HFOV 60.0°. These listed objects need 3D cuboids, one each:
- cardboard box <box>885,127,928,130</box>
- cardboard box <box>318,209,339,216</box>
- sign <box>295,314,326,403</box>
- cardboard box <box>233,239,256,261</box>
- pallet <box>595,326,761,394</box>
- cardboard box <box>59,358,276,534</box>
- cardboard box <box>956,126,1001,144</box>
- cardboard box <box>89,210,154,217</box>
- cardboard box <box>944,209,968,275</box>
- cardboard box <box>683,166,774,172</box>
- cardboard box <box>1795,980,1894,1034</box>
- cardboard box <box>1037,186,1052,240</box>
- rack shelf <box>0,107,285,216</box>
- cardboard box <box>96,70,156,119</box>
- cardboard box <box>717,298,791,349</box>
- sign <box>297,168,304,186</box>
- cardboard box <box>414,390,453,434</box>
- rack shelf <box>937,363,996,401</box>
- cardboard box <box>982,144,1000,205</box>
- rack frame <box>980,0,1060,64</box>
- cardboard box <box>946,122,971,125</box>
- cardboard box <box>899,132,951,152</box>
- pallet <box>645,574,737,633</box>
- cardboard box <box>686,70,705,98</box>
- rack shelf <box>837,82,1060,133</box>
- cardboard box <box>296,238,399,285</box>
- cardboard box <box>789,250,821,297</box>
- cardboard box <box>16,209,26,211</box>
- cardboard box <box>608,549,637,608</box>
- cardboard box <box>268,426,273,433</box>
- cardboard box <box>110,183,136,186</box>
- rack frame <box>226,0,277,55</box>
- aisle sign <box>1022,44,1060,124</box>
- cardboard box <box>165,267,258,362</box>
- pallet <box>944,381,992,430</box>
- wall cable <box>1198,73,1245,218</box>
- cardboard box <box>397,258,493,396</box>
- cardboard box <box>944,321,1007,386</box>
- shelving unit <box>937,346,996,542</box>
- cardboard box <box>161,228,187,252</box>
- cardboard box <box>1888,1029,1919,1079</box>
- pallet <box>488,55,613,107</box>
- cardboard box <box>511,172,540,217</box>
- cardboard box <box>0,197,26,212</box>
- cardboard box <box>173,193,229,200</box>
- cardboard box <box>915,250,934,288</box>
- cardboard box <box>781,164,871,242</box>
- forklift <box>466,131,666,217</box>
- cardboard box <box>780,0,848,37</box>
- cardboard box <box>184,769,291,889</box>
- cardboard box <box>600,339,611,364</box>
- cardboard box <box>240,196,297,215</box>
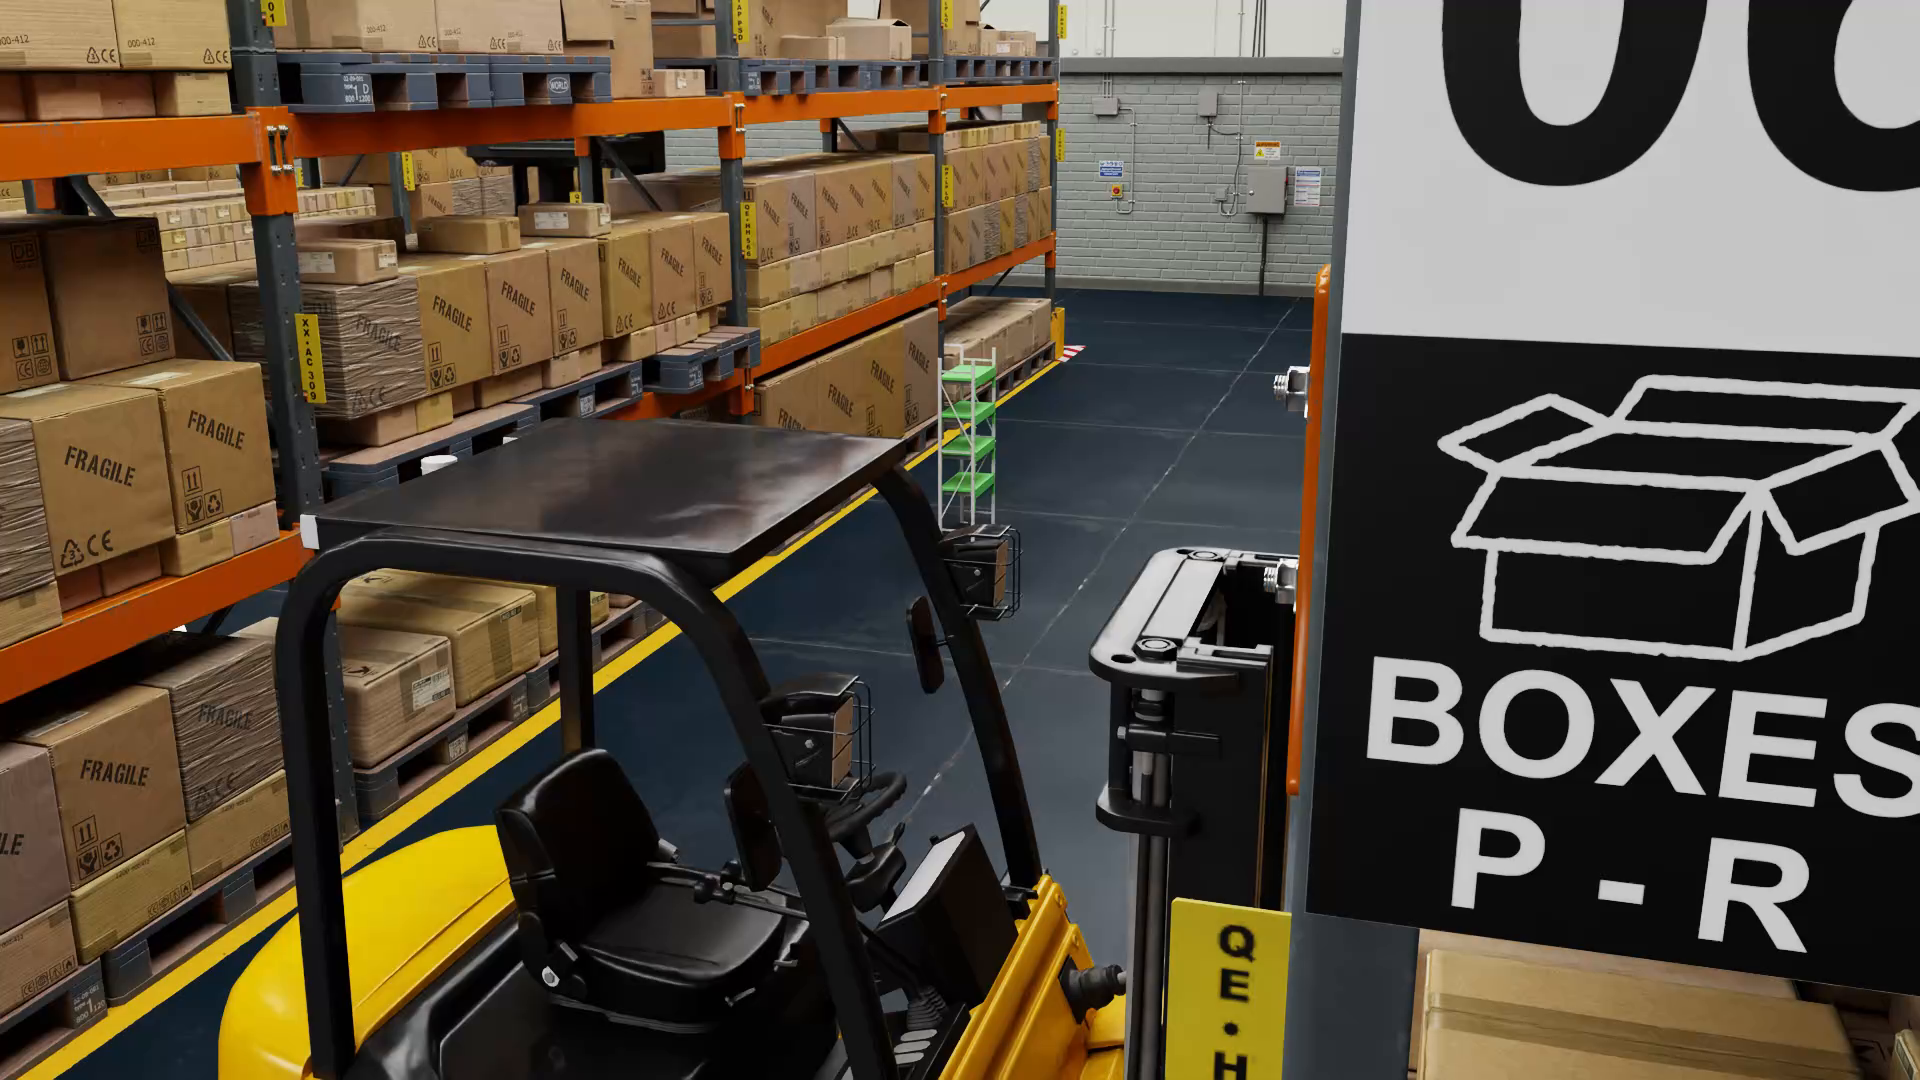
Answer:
[{"bbox_3d":[-0.495,-3.587,14.774,0.380,0.149,0.250,4,16,15],"label":"cardboard box"},{"bbox_3d":[-5.473,-2.708,14.025,0.380,0.149,0.250,5,17,18],"label":"cardboard box"},{"bbox_3d":[-2.379,-0.663,6.083,0.100,0.325,0.005,5,16,16],"label":"sign"},{"bbox_3d":[-5.768,-2.288,13.089,0.380,0.149,0.250,4,16,14],"label":"cardboard box"},{"bbox_3d":[-1.865,-1.046,9.371,1.213,0.211,1.003,5,16,16],"label":"pallet"},{"bbox_3d":[-2.789,-0.342,5.810,0.500,0.500,0.500,4,16,14],"label":"cardboard box"},{"bbox_3d":[0.162,-3.680,15.102,0.380,0.149,0.250,5,16,16],"label":"cardboard box"},{"bbox_3d":[-6.074,-2.298,12.034,0.380,0.149,0.250,5,16,16],"label":"cardboard box"},{"bbox_3d":[-0.243,-2.530,14.069,0.500,0.500,0.500,5,17,18],"label":"cardboard box"},{"bbox_3d":[-1.583,-2.282,11.362,0.500,0.500,0.500,5,16,16],"label":"cardboard box"},{"bbox_3d":[1.155,0.580,1.916,0.380,0.149,0.250,4,16,15],"label":"cardboard box"},{"bbox_3d":[0.626,-3.327,16.880,0.500,0.500,0.500,5,17,16],"label":"cardboard box"},{"bbox_3d":[-3.469,-0.860,4.186,1.077,0.370,4.000,5,16,16],"label":"rack shelf"},{"bbox_3d":[-2.854,-1.443,5.384,0.380,0.149,0.250,5,17,17],"label":"cardboard box"},{"bbox_3d":[-1.384,-1.369,10.435,0.500,0.250,0.500,4,16,15],"label":"cardboard box"},{"bbox_3d":[-5.925,-3.193,15.004,0.100,0.325,0.005,5,16,16],"label":"sign"},{"bbox_3d":[-2.362,-0.552,6.970,0.380,0.149,0.250,5,17,17],"label":"cardboard box"},{"bbox_3d":[0.047,-1.021,10.705,0.258,0.148,0.480,5,16,16],"label":"rack shelf"},{"bbox_3d":[0.046,-3.279,14.878,0.500,0.500,0.500,5,17,17],"label":"cardboard box"},{"bbox_3d":[0.509,-6.312,16.592,1.000,3.000,0.127,5,16,16],"label":"rack frame"},{"bbox_3d":[-0.105,-3.992,16.203,0.380,0.149,0.250,4,16,14],"label":"cardboard box"},{"bbox_3d":[-0.289,-3.283,13.703,0.380,0.149,0.250,4,16,15],"label":"cardboard box"},{"bbox_3d":[-1.988,0.213,9.692,1.003,0.211,1.213,5,16,16],"label":"pallet"},{"bbox_3d":[-1.652,-2.556,9.309,0.380,0.149,0.250,5,16,16],"label":"cardboard box"},{"bbox_3d":[-0.059,-4.000,15.255,1.077,0.370,4.000,5,16,16],"label":"rack shelf"},{"bbox_3d":[-2.428,-1.087,6.479,0.380,0.149,0.250,5,16,16],"label":"cardboard box"},{"bbox_3d":[-1.236,-1.750,10.860,0.500,0.250,0.500,5,17,17],"label":"cardboard box"},{"bbox_3d":[-6.691,-2.356,12.237,0.380,0.149,0.250,5,17,18],"label":"cardboard box"},{"bbox_3d":[-2.136,0.070,9.132,0.950,0.372,0.625,4,16,15],"label":"cardboard box"},{"bbox_3d":[-3.019,-0.524,6.869,0.380,0.149,0.250,5,17,17],"label":"cardboard box"},{"bbox_3d":[-9.675,-3.893,18.787,0.500,0.250,0.500,4,16,14],"label":"cardboard box"},{"bbox_3d":[-2.901,-3.173,5.523,1.000,3.000,0.127,5,16,16],"label":"rack frame"},{"bbox_3d":[0.827,-4.671,17.037,0.394,0.787,0.004,5,16,16],"label":"aisle sign"},{"bbox_3d":[-2.990,-0.818,6.719,0.500,0.500,0.500,4,16,15],"label":"cardboard box"},{"bbox_3d":[-0.336,-1.231,14.782,1.003,0.211,1.213,5,16,16],"label":"pallet"},{"bbox_3d":[3.452,-5.285,22.102,0.588,1.984,0.122,5,16,16],"label":"wall cable"},{"bbox_3d":[-2.351,-0.911,7.047,0.500,0.500,0.500,5,16,16],"label":"cardboard box"},{"bbox_3d":[-0.092,-1.739,15.389,0.875,0.438,0.875,4,16,14],"label":"cardboard box"},{"bbox_3d":[0.047,-0.621,10.818,0.258,1.200,0.503,5,16,16],"label":"shelving unit"},{"bbox_3d":[-5.990,-2.233,12.350,0.380,0.149,0.250,5,17,16],"label":"cardboard box"},{"bbox_3d":[1.023,0.569,1.407,0.380,0.149,0.250,4,16,15],"label":"cardboard box"},{"bbox_3d":[-2.332,-2.064,7.456,1.213,0.211,1.003,5,16,16],"label":"pallet"},{"bbox_3d":[-4.584,-3.440,16.731,0.500,0.500,0.500,5,17,19],"label":"cardboard box"},{"bbox_3d":[-9.744,-3.321,16.772,0.500,0.250,0.500,4,16,15],"label":"cardboard box"},{"bbox_3d":[-6.249,-2.764,13.679,0.380,0.149,0.250,4,16,15],"label":"cardboard box"},{"bbox_3d":[-0.513,-2.170,13.259,0.500,0.250,0.500,4,16,15],"label":"cardboard box"},{"bbox_3d":[-0.949,-2.368,11.667,0.500,0.500,0.500,5,17,17],"label":"cardboard box"},{"bbox_3d":[-2.696,-1.775,11.717,1.130,2.935,3.031,4,16,12],"label":"forklift"},{"bbox_3d":[-1.156,-3.864,12.507,0.500,0.500,0.500,4,16,15],"label":"cardboard box"},{"bbox_3d":[-2.811,1.010,6.041,0.500,0.250,0.500,5,17,18],"label":"cardboard box"},{"bbox_3d":[-2.004,-0.971,8.445,0.380,0.149,0.250,5,17,16],"label":"cardboard box"},{"bbox_3d":[-5.628,-2.713,13.499,0.380,0.149,0.250,4,16,14],"label":"cardboard box"}]
